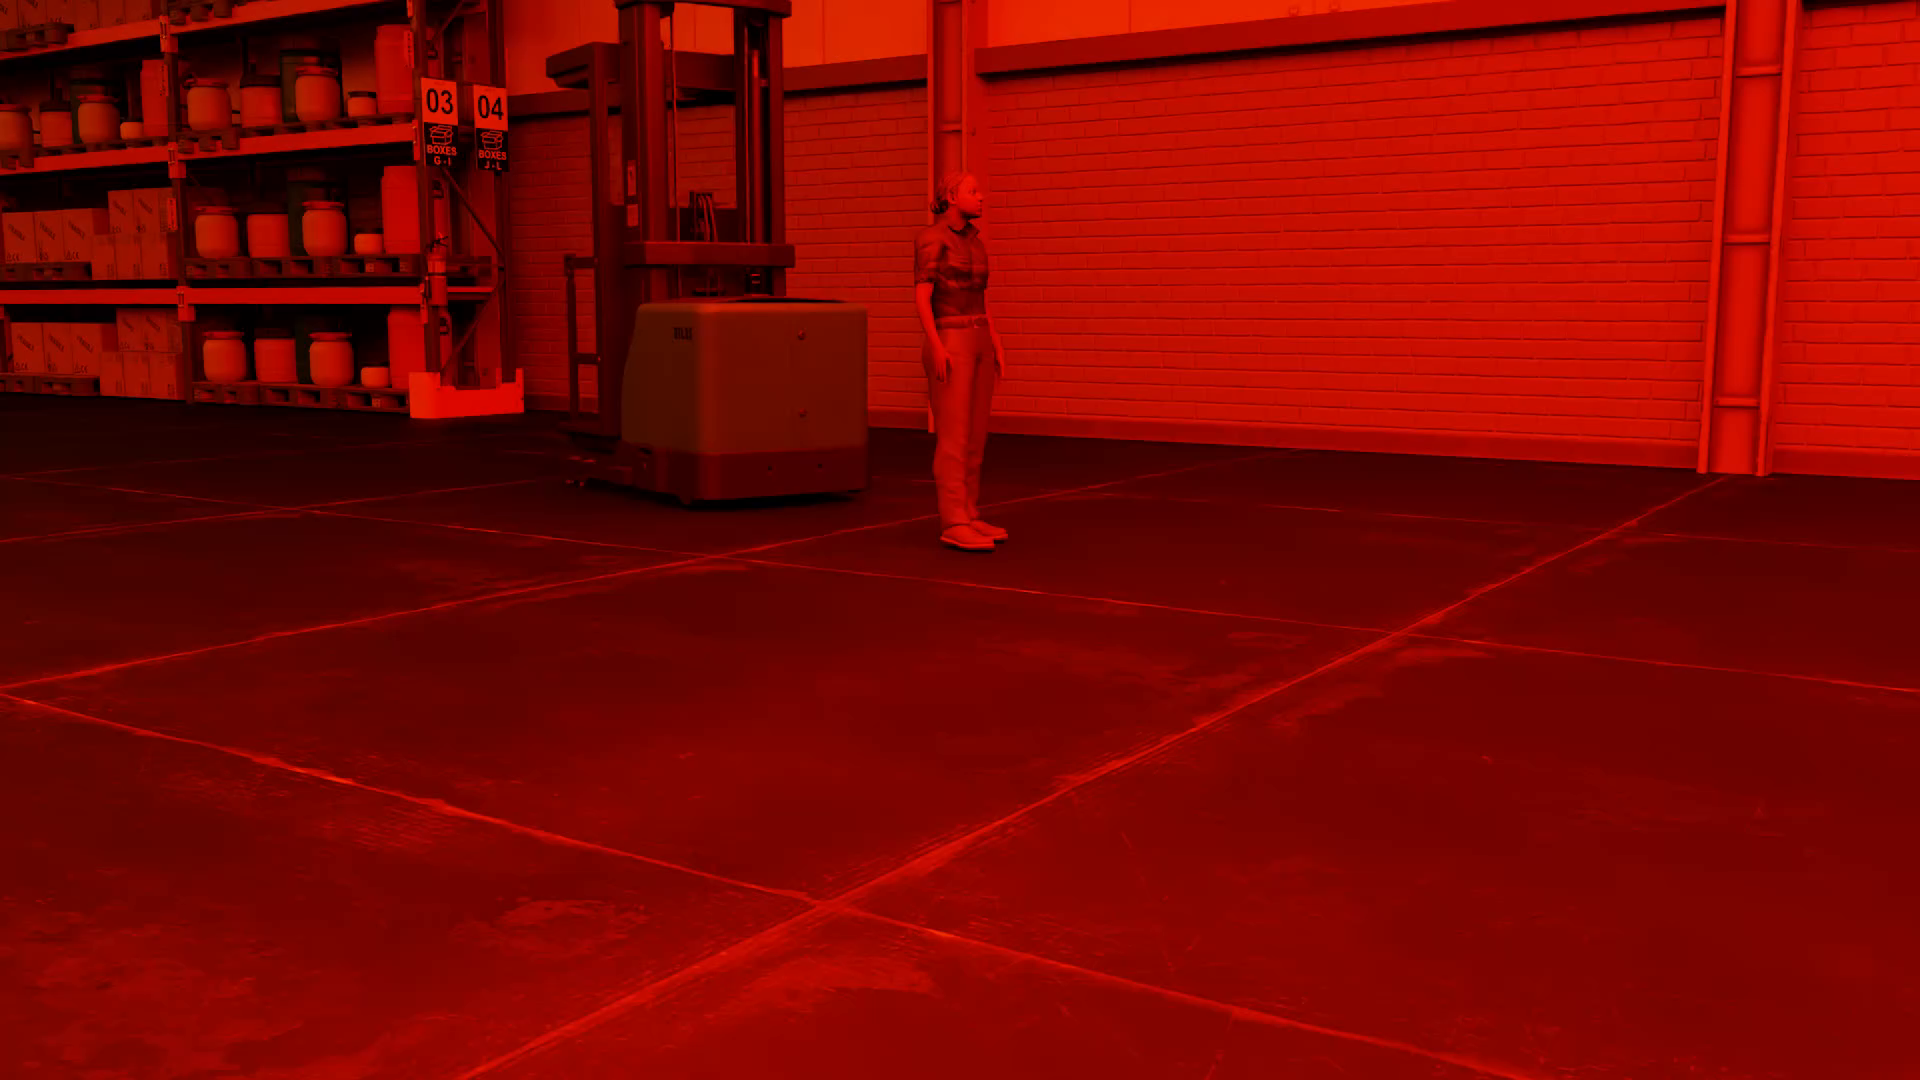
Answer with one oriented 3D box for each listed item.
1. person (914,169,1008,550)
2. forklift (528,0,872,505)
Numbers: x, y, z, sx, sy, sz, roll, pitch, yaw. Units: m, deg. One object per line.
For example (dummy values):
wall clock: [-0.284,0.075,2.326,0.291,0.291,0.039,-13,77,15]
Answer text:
person: [0.062,-0.817,7.421,0.503,1.656,0.569,5,10,34]
forklift: [-1.734,-1.795,9.816,1.130,2.935,3.031,-6,10,-34]
